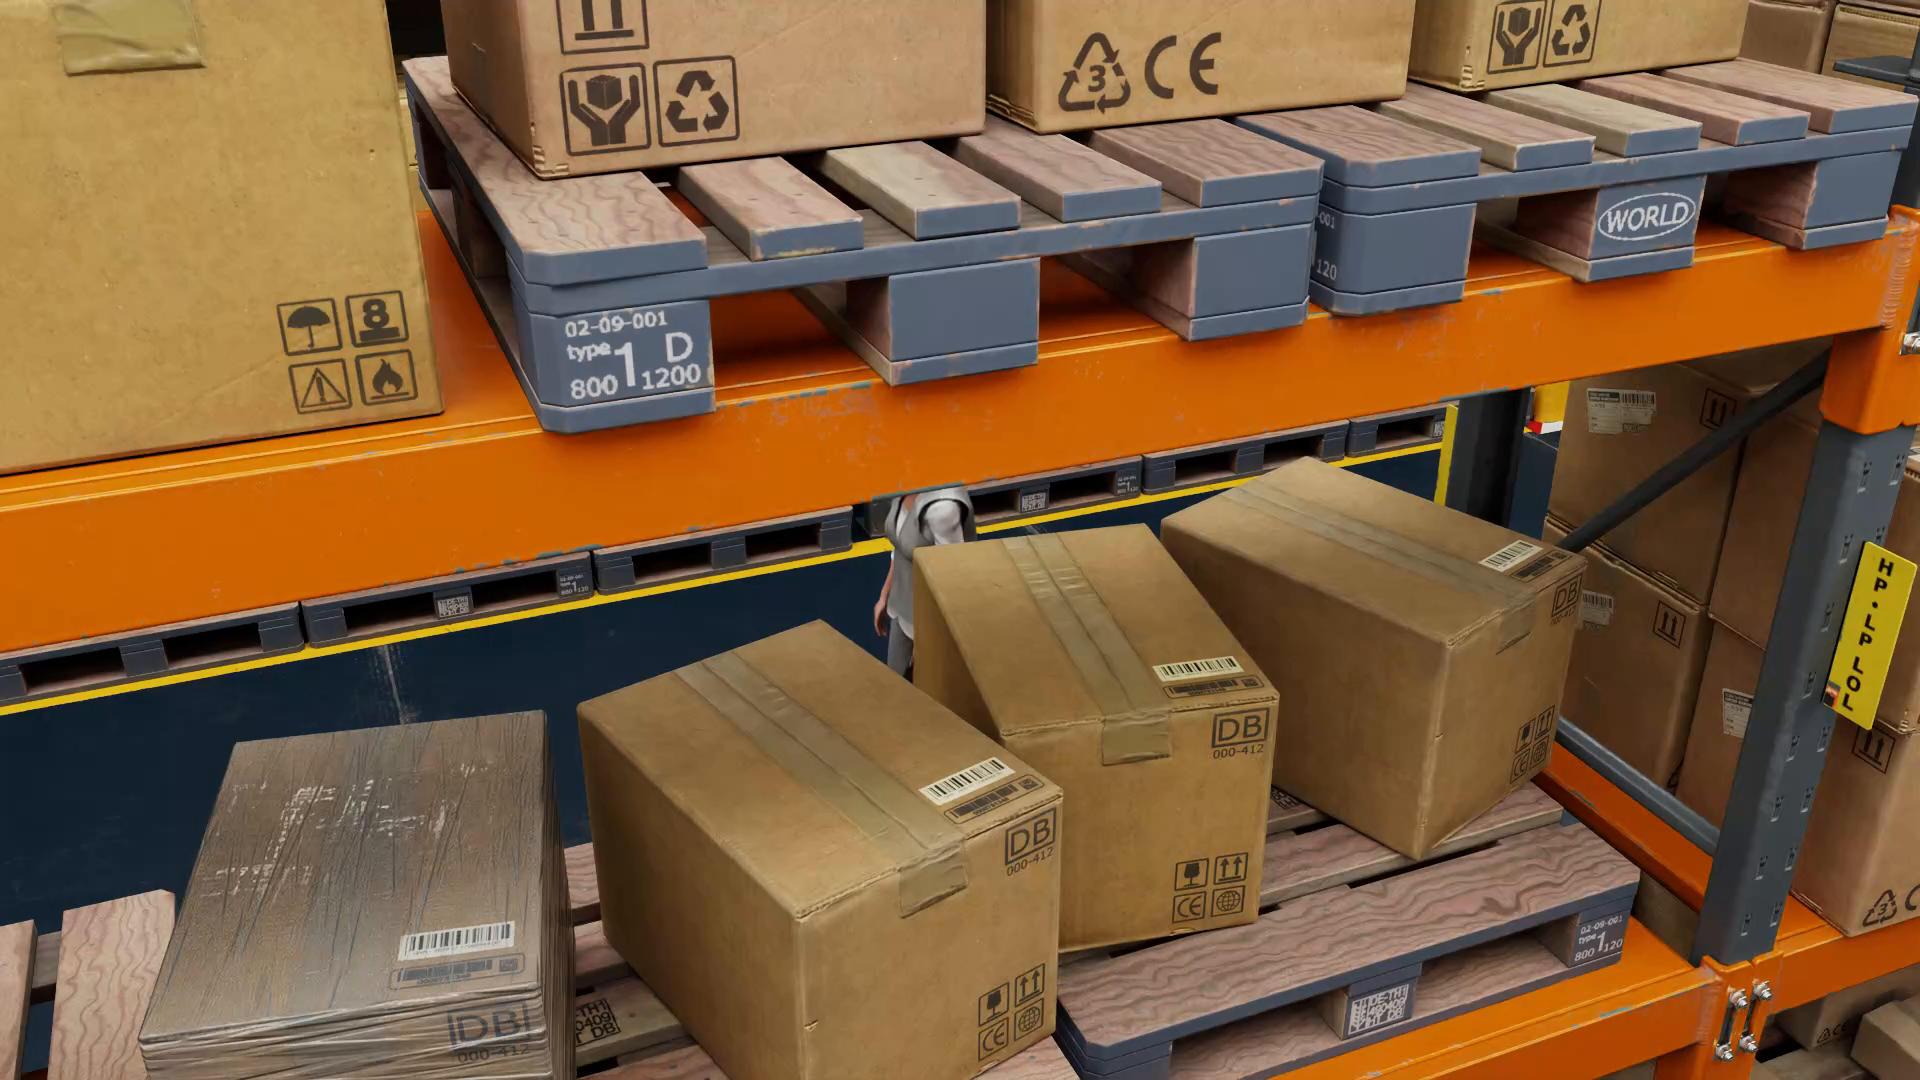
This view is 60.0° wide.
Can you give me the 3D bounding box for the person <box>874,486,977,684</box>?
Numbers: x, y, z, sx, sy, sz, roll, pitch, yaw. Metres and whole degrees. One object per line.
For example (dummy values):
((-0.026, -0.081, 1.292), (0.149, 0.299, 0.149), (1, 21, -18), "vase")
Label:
((-0.115, 0.290, 5.534), (0.343, 1.596, 0.455), (-11, 29, -22), "person")
